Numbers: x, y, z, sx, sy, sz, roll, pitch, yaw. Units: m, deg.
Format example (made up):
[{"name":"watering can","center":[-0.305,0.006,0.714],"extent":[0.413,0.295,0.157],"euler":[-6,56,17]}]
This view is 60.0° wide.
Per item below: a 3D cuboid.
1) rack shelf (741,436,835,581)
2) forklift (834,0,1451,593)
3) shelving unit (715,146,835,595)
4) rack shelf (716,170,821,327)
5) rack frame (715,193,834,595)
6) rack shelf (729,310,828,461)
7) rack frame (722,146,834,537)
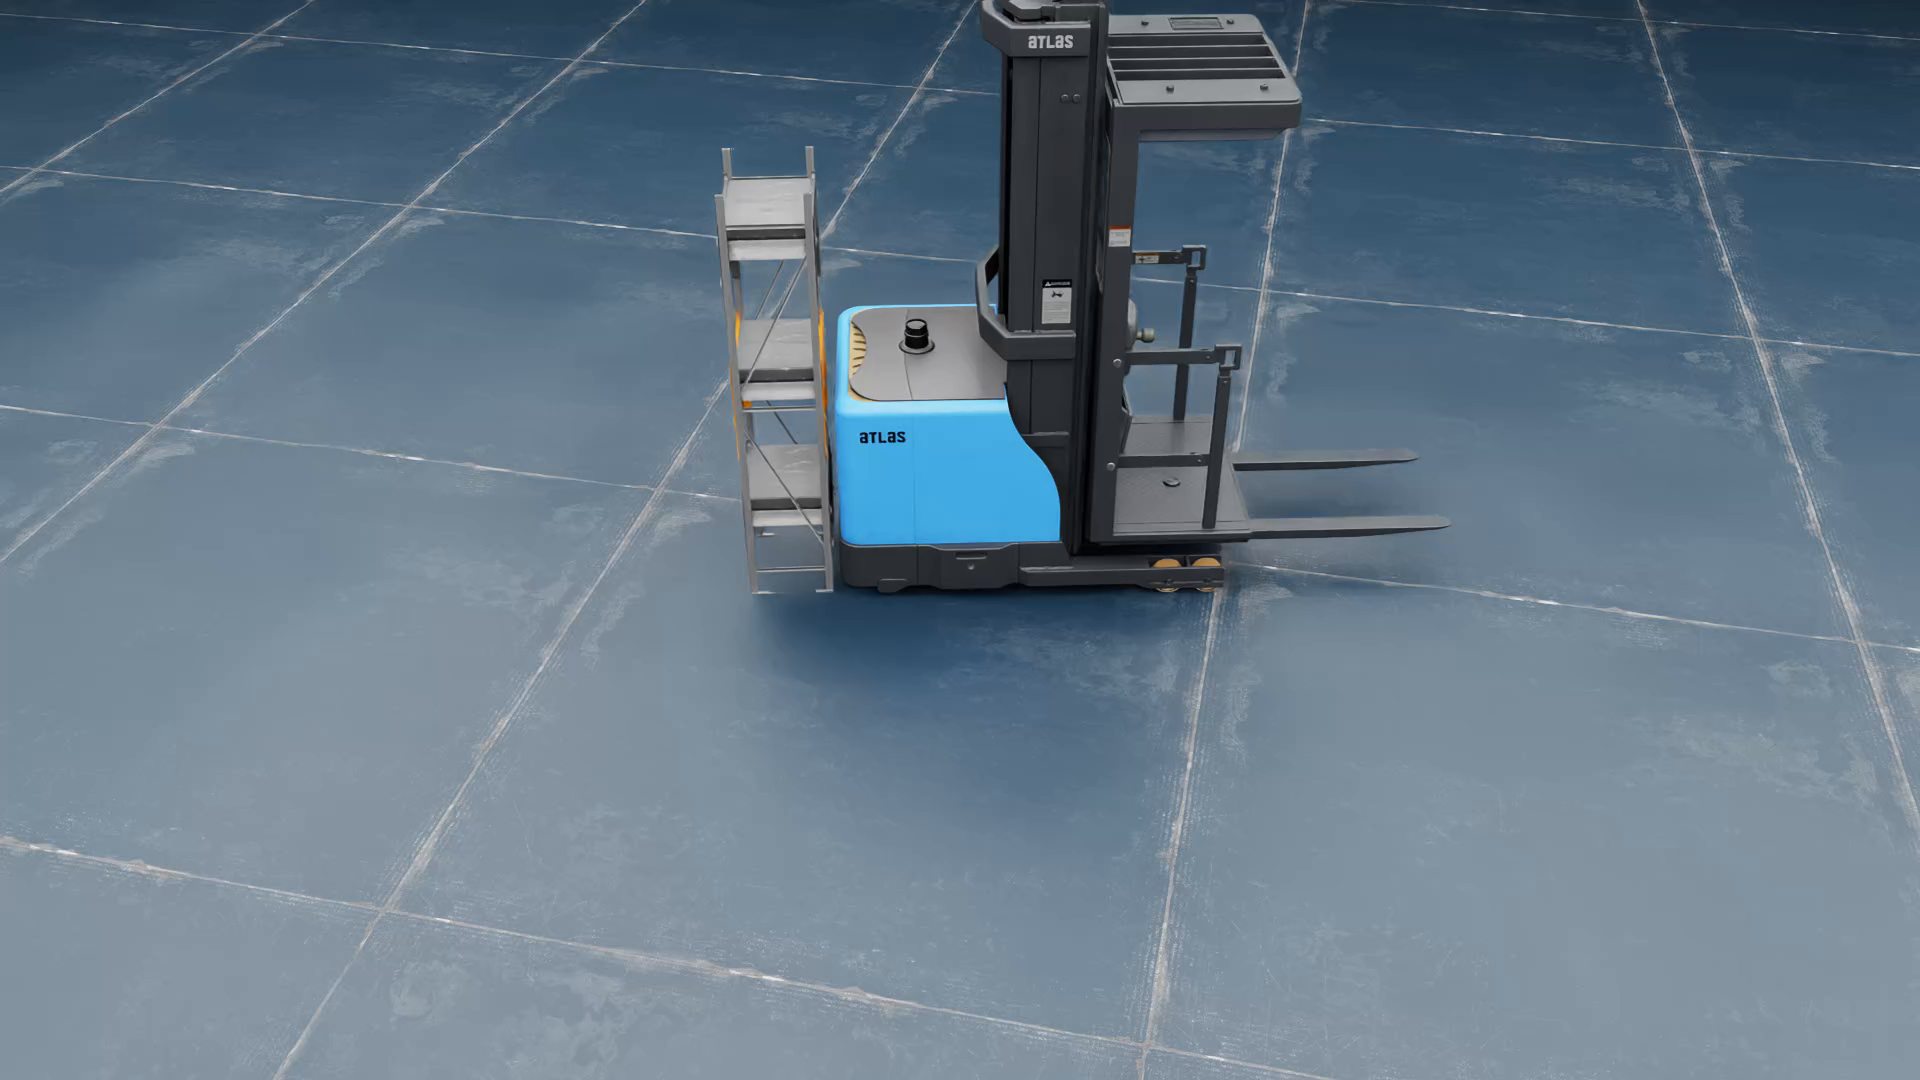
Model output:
[{"name":"rack shelf","center":[-0.834,-0.155,8.161],"extent":[0.431,0.518,0.480],"euler":[-2,36,-3]},{"name":"forklift","center":[0.910,-1.240,7.734],"extent":[3.031,2.935,1.130],"euler":[-1,36,-2]},{"name":"shelving unit","center":[-0.834,-0.733,7.743],"extent":[0.431,2.100,0.503],"euler":[-2,36,-3]},{"name":"rack shelf","center":[-0.834,-1.289,7.340],"extent":[0.431,0.518,0.480],"euler":[-2,36,-3]},{"name":"rack frame","center":[-0.820,-0.590,7.545],"extent":[0.400,2.100,0.015],"euler":[-2,36,-3]},{"name":"rack shelf","center":[-0.834,-0.722,7.751],"extent":[0.431,0.518,0.480],"euler":[-2,36,-3]},{"name":"rack frame","center":[-0.847,-0.876,7.940],"extent":[0.400,2.100,0.015],"euler":[-2,36,-3]}]
